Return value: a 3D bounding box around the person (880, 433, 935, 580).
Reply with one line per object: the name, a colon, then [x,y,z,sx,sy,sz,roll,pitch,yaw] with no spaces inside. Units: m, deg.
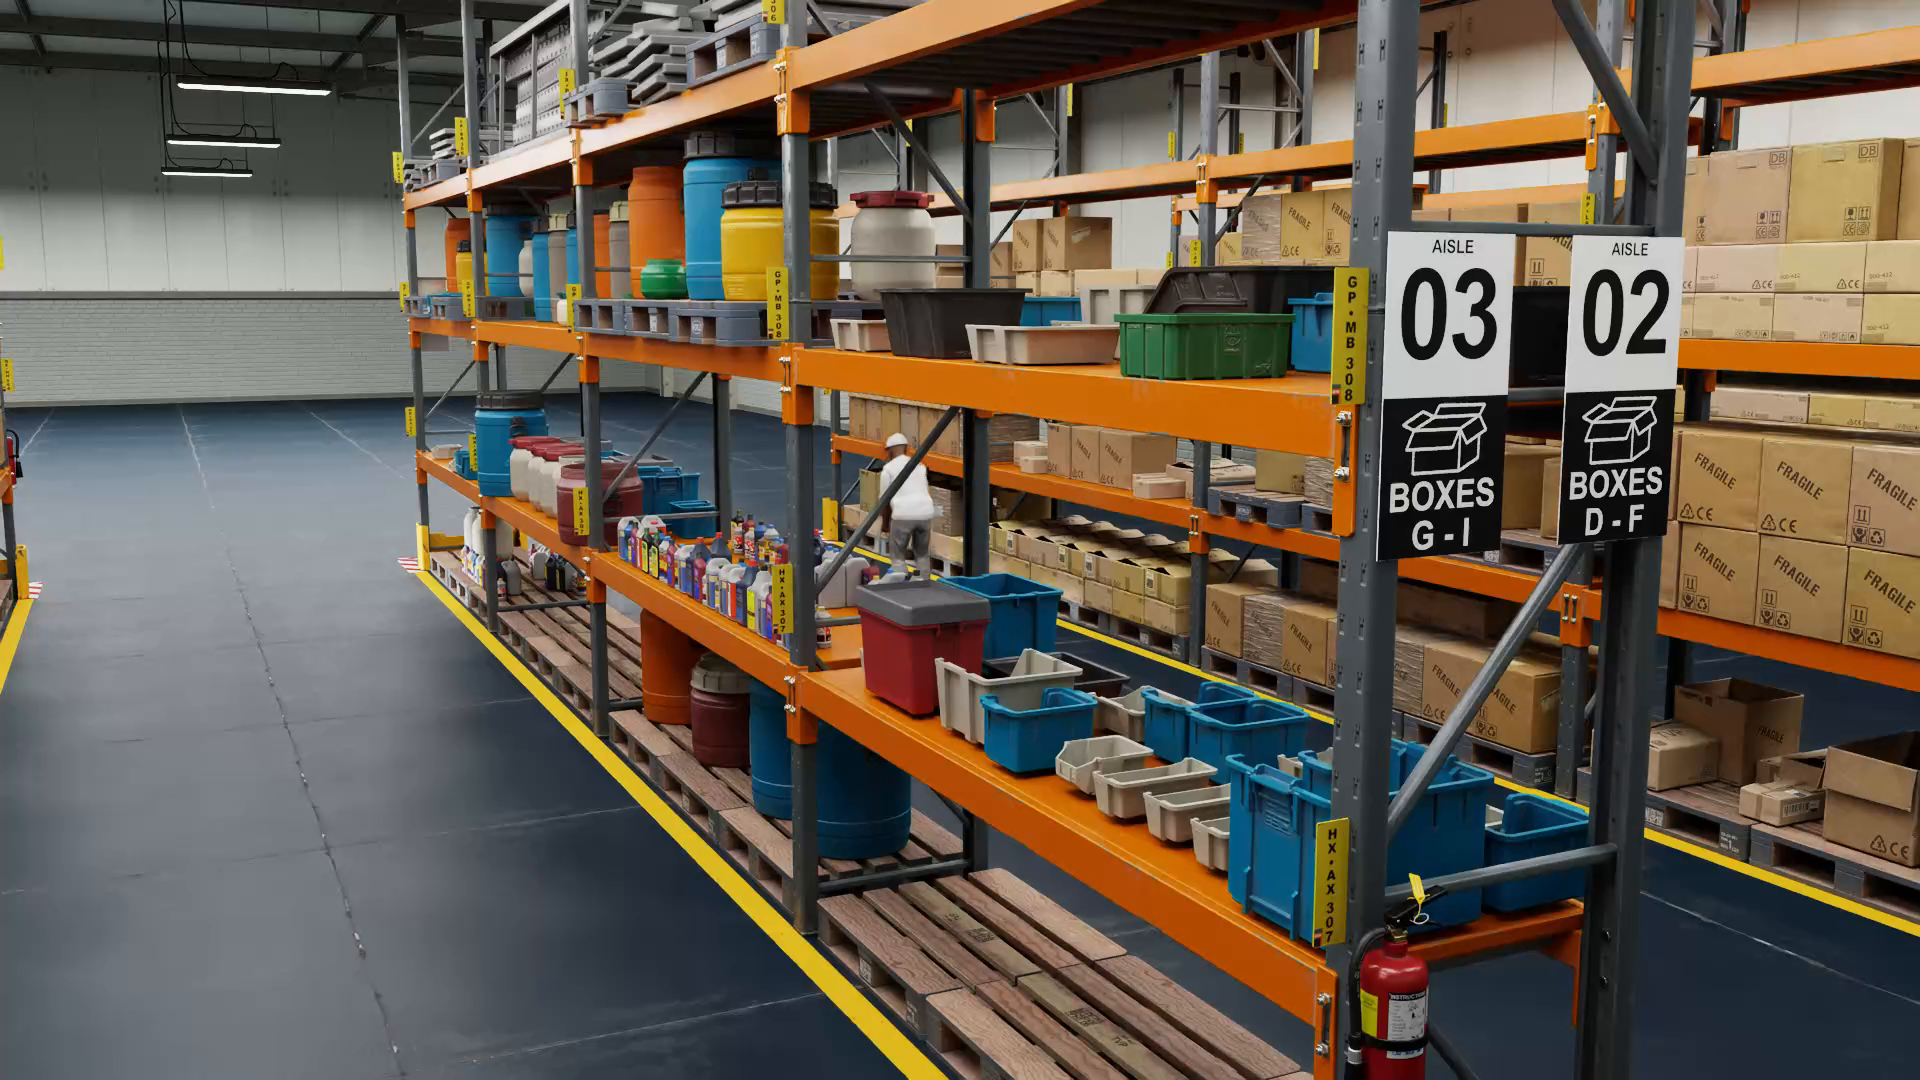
person: [-0.544,-0.195,16.317,0.488,1.693,0.637,-4,9,-27]
